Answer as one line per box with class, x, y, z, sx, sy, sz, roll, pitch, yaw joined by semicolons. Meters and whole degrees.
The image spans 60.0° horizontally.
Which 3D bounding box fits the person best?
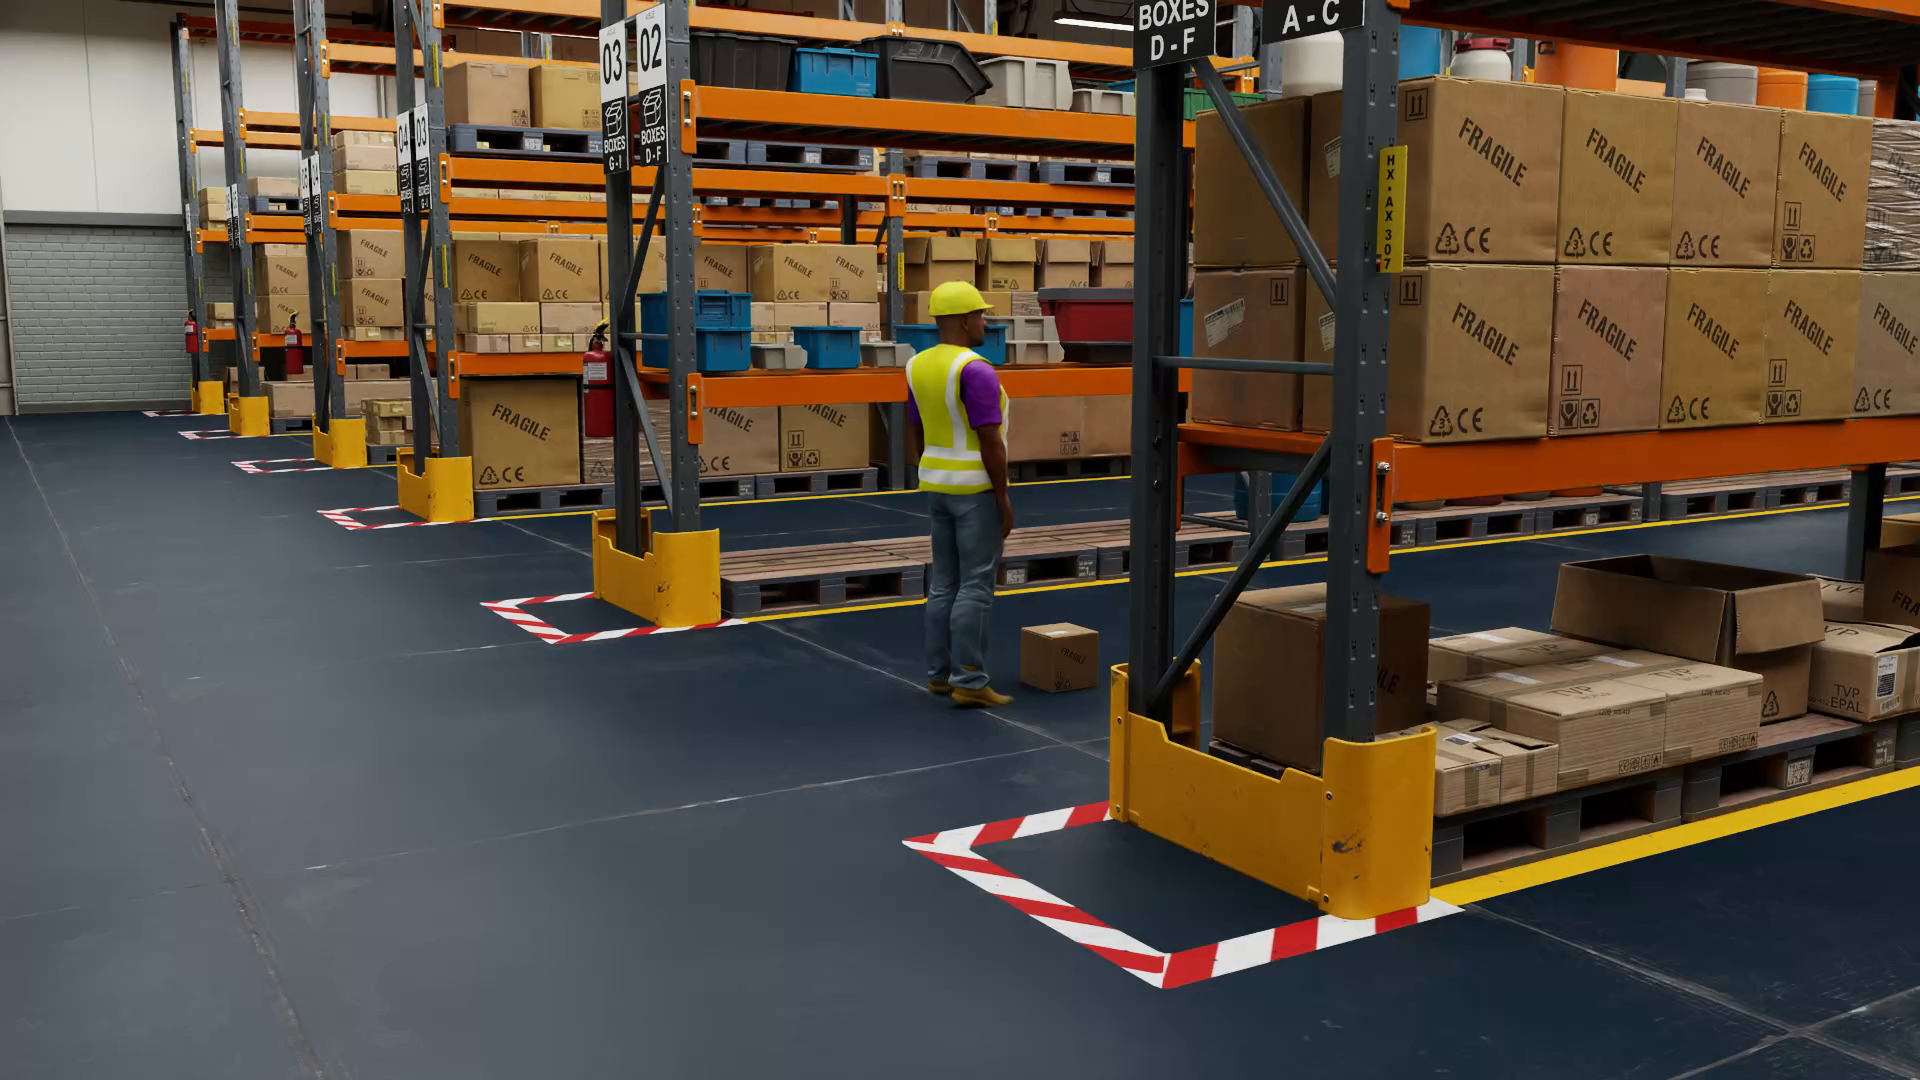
person;0.023;-0.190;7.093;0.403;1.804;0.631;-6;10;-36
